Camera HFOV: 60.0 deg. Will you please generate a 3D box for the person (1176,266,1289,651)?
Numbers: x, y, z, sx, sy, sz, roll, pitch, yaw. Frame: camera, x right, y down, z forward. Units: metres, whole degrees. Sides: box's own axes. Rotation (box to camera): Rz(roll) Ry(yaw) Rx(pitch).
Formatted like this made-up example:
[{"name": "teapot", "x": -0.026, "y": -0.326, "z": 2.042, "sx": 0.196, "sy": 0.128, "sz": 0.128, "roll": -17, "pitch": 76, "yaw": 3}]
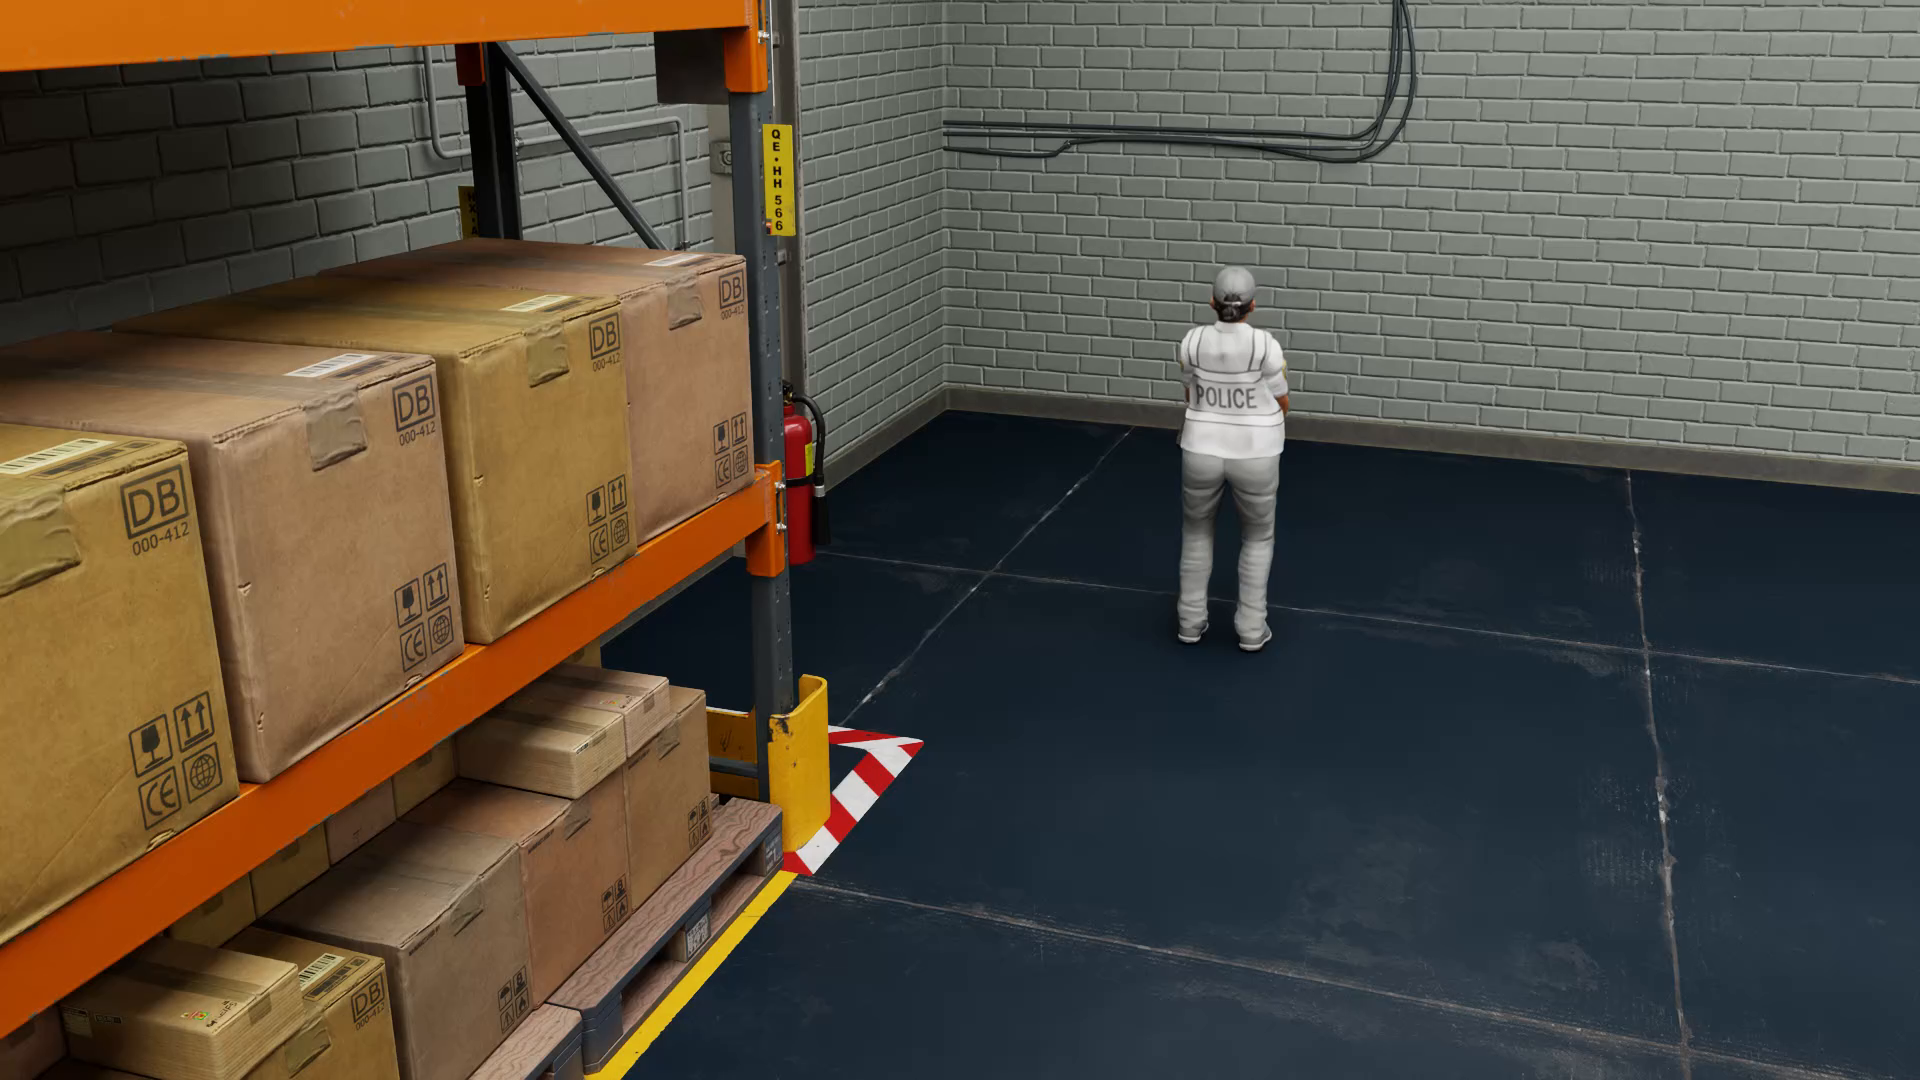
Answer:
[{"name": "person", "x": 1.171, "y": -0.363, "z": 7.141, "sx": 0.454, "sy": 1.659, "sz": 0.542, "roll": 7, "pitch": 20, "yaw": 19}]
